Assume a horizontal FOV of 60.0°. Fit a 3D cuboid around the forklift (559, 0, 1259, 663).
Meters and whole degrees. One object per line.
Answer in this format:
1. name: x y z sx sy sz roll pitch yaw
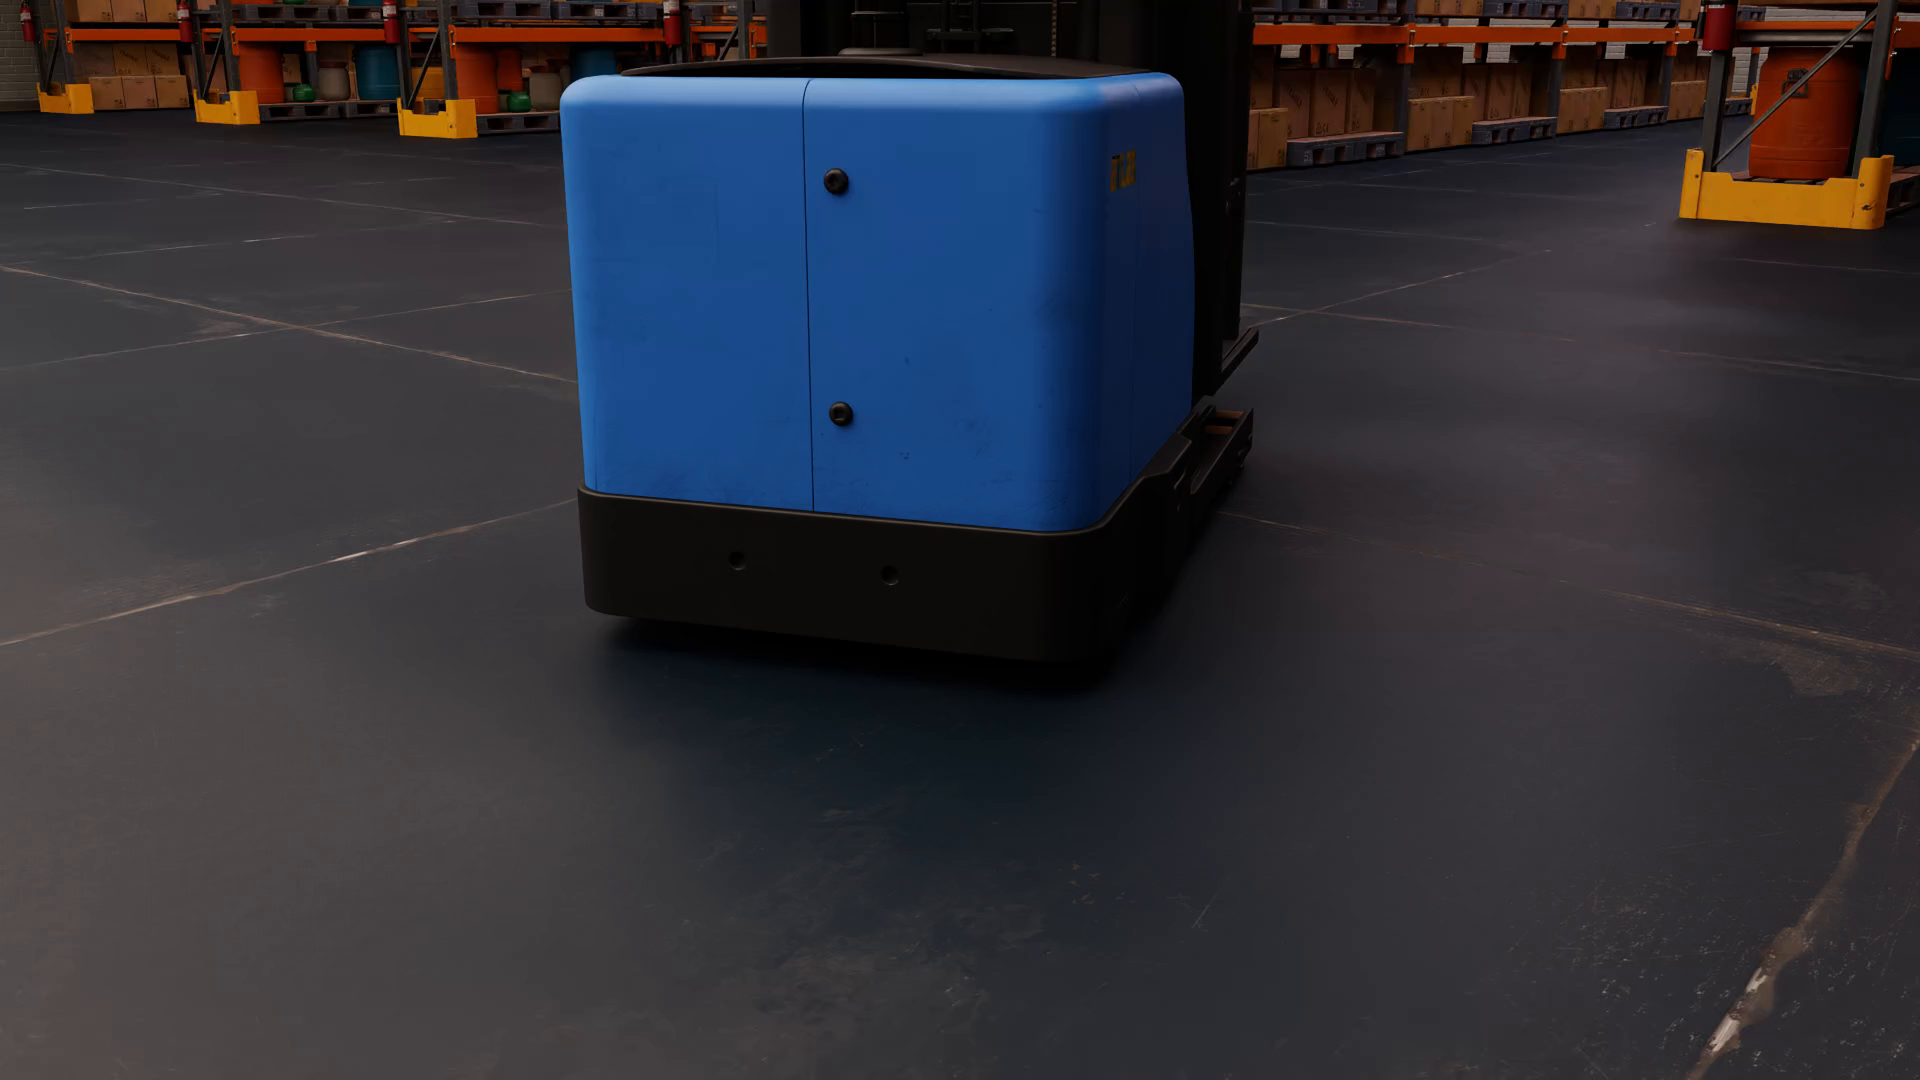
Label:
1. forklift: 0.182 -1.571 4.072 1.130 2.935 3.031 5 18 17
